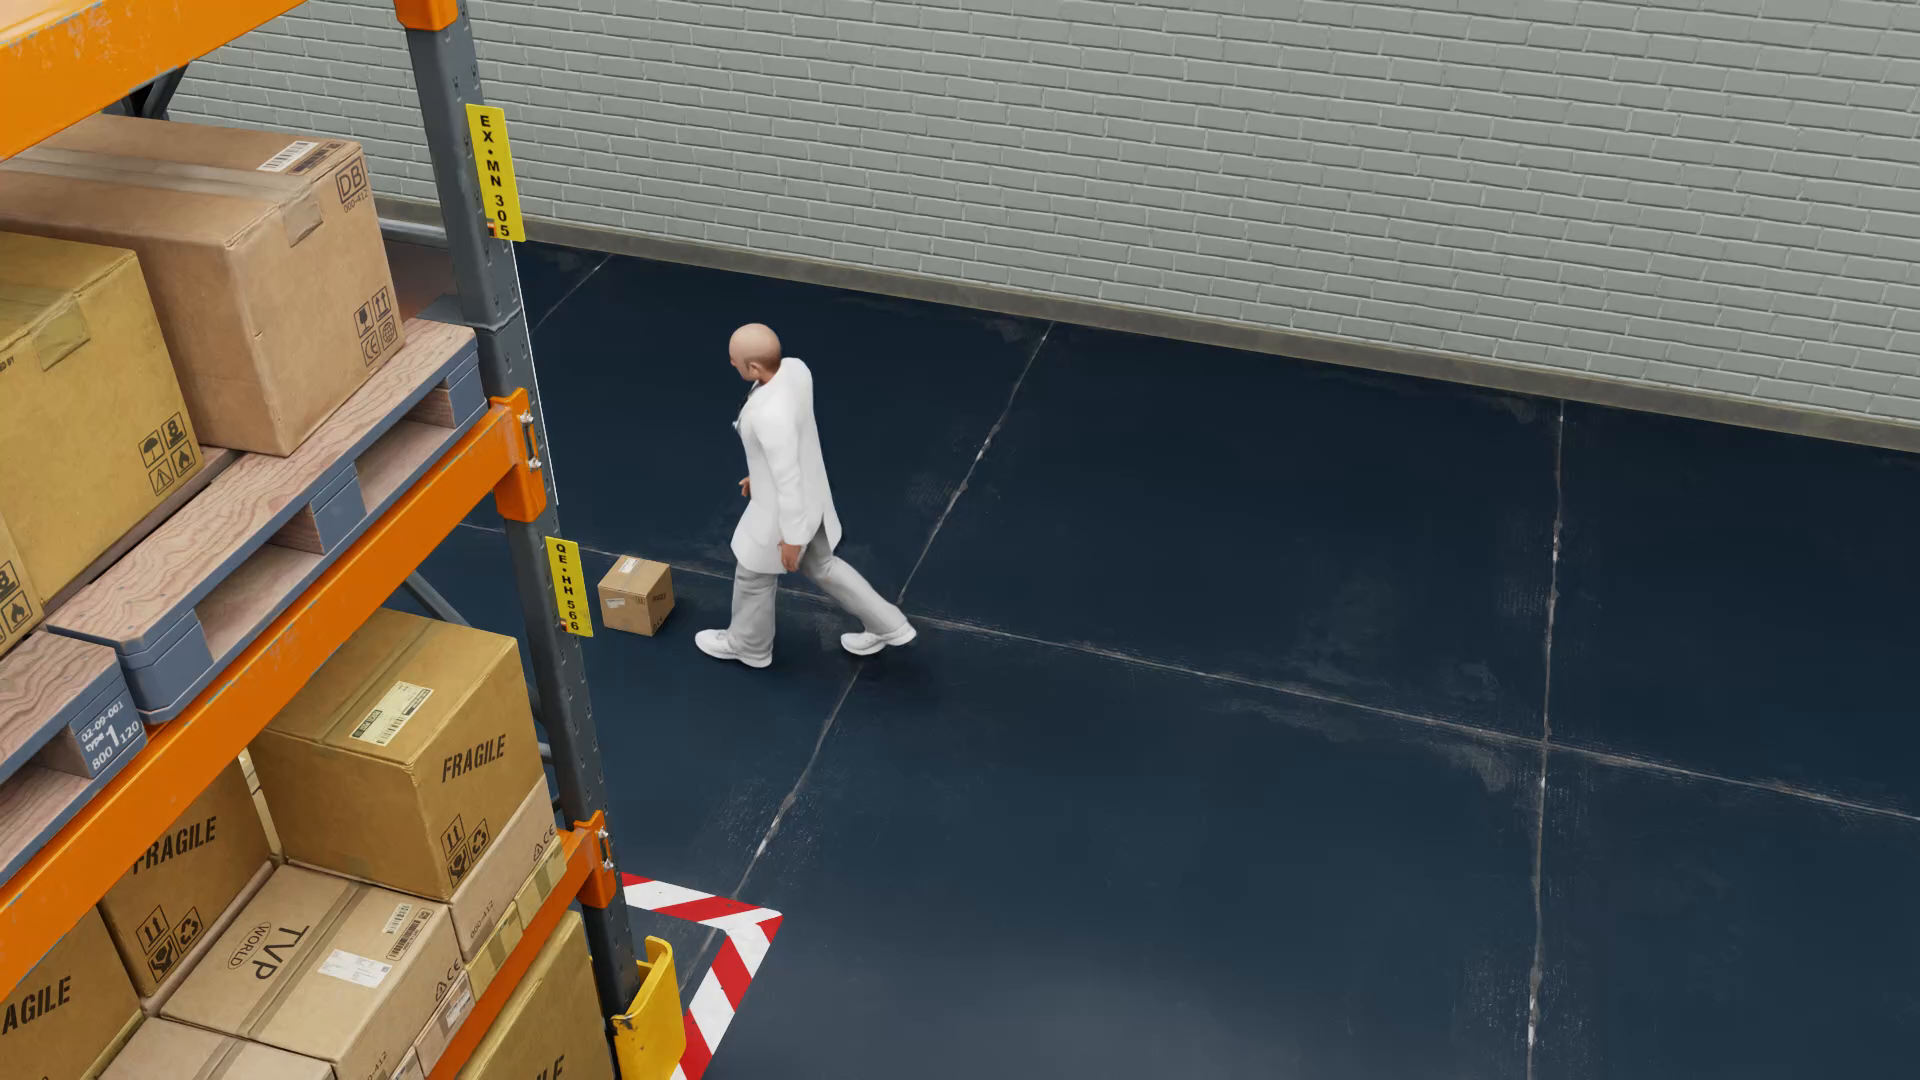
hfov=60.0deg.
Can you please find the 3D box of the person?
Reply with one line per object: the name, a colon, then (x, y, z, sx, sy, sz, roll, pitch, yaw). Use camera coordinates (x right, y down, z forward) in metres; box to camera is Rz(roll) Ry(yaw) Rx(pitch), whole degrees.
person: (-0.707, -0.155, 7.113, 1.023, 1.747, 0.587, 9, 38, 12)
